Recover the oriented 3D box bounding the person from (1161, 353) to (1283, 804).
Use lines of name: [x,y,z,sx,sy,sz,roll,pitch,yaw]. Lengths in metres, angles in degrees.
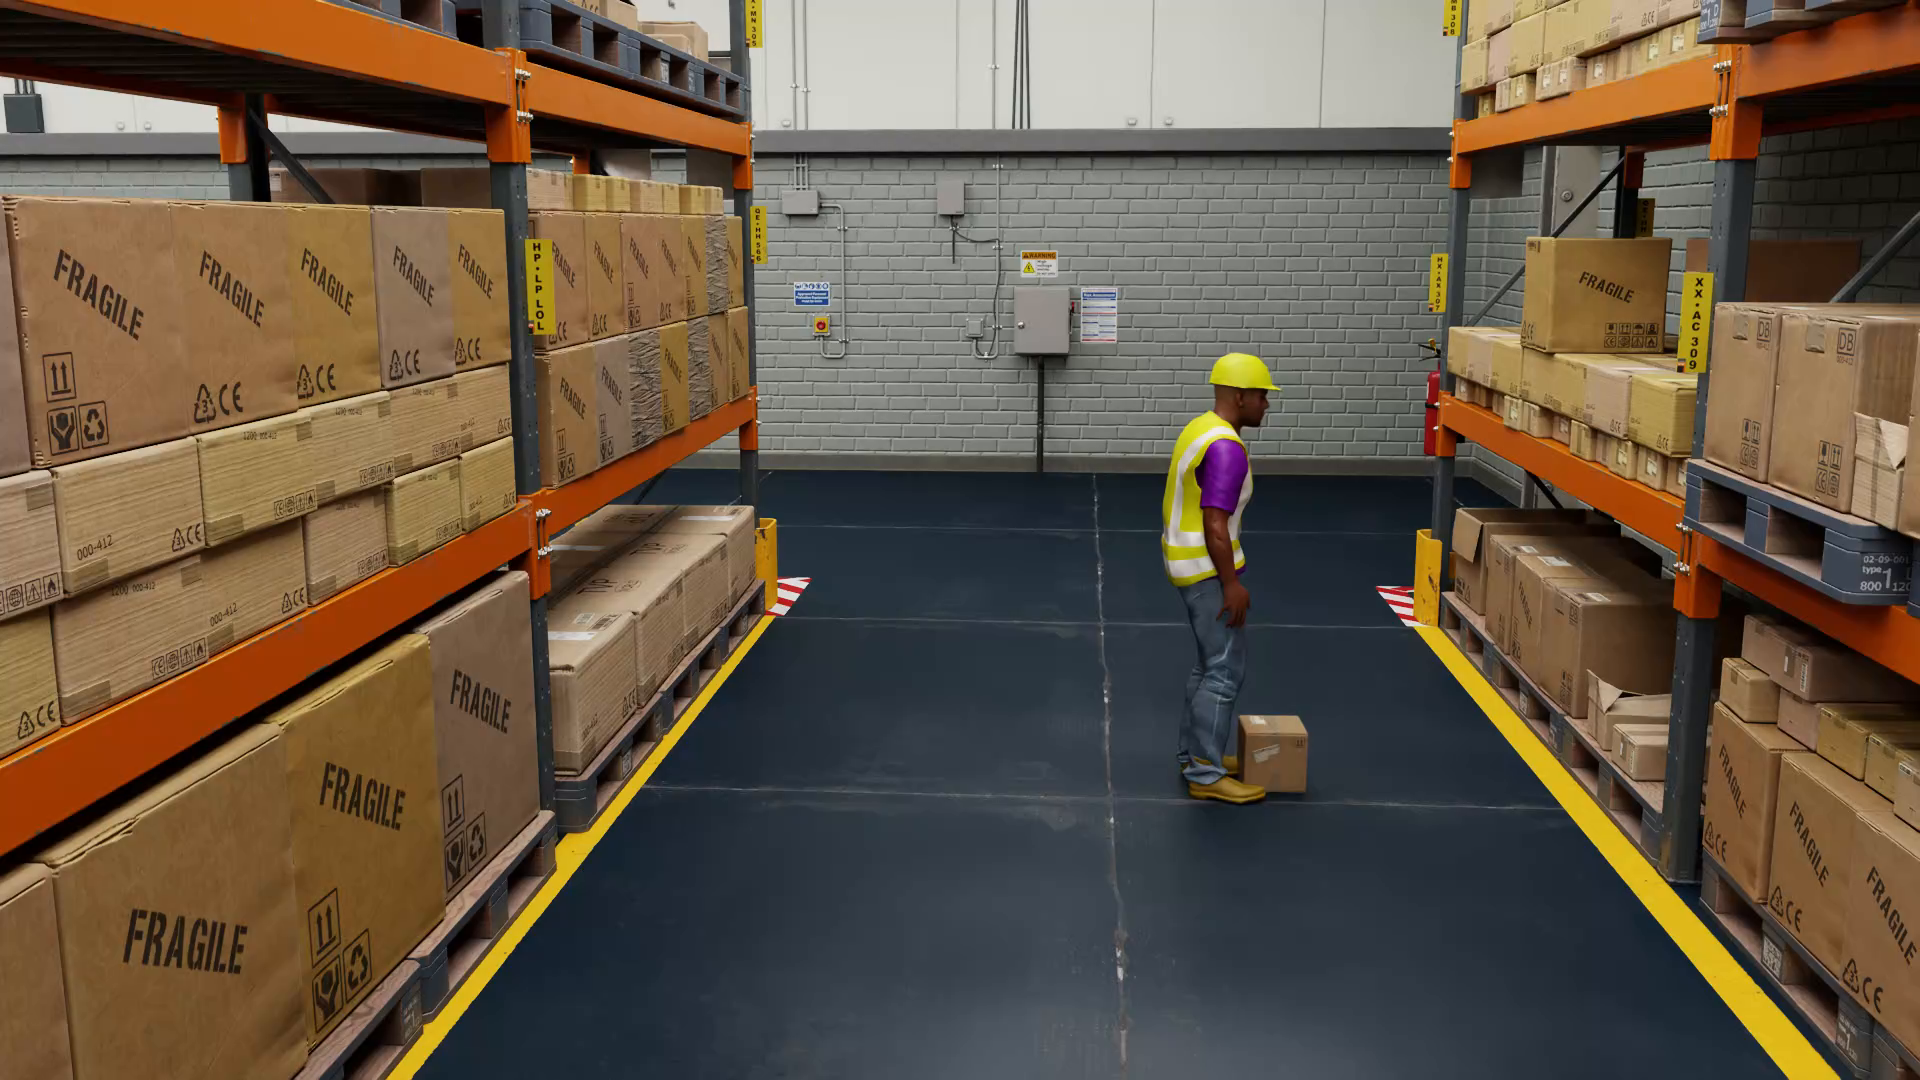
person: [1.041,0.133,6.672,0.461,1.759,0.619,0,11,2]
